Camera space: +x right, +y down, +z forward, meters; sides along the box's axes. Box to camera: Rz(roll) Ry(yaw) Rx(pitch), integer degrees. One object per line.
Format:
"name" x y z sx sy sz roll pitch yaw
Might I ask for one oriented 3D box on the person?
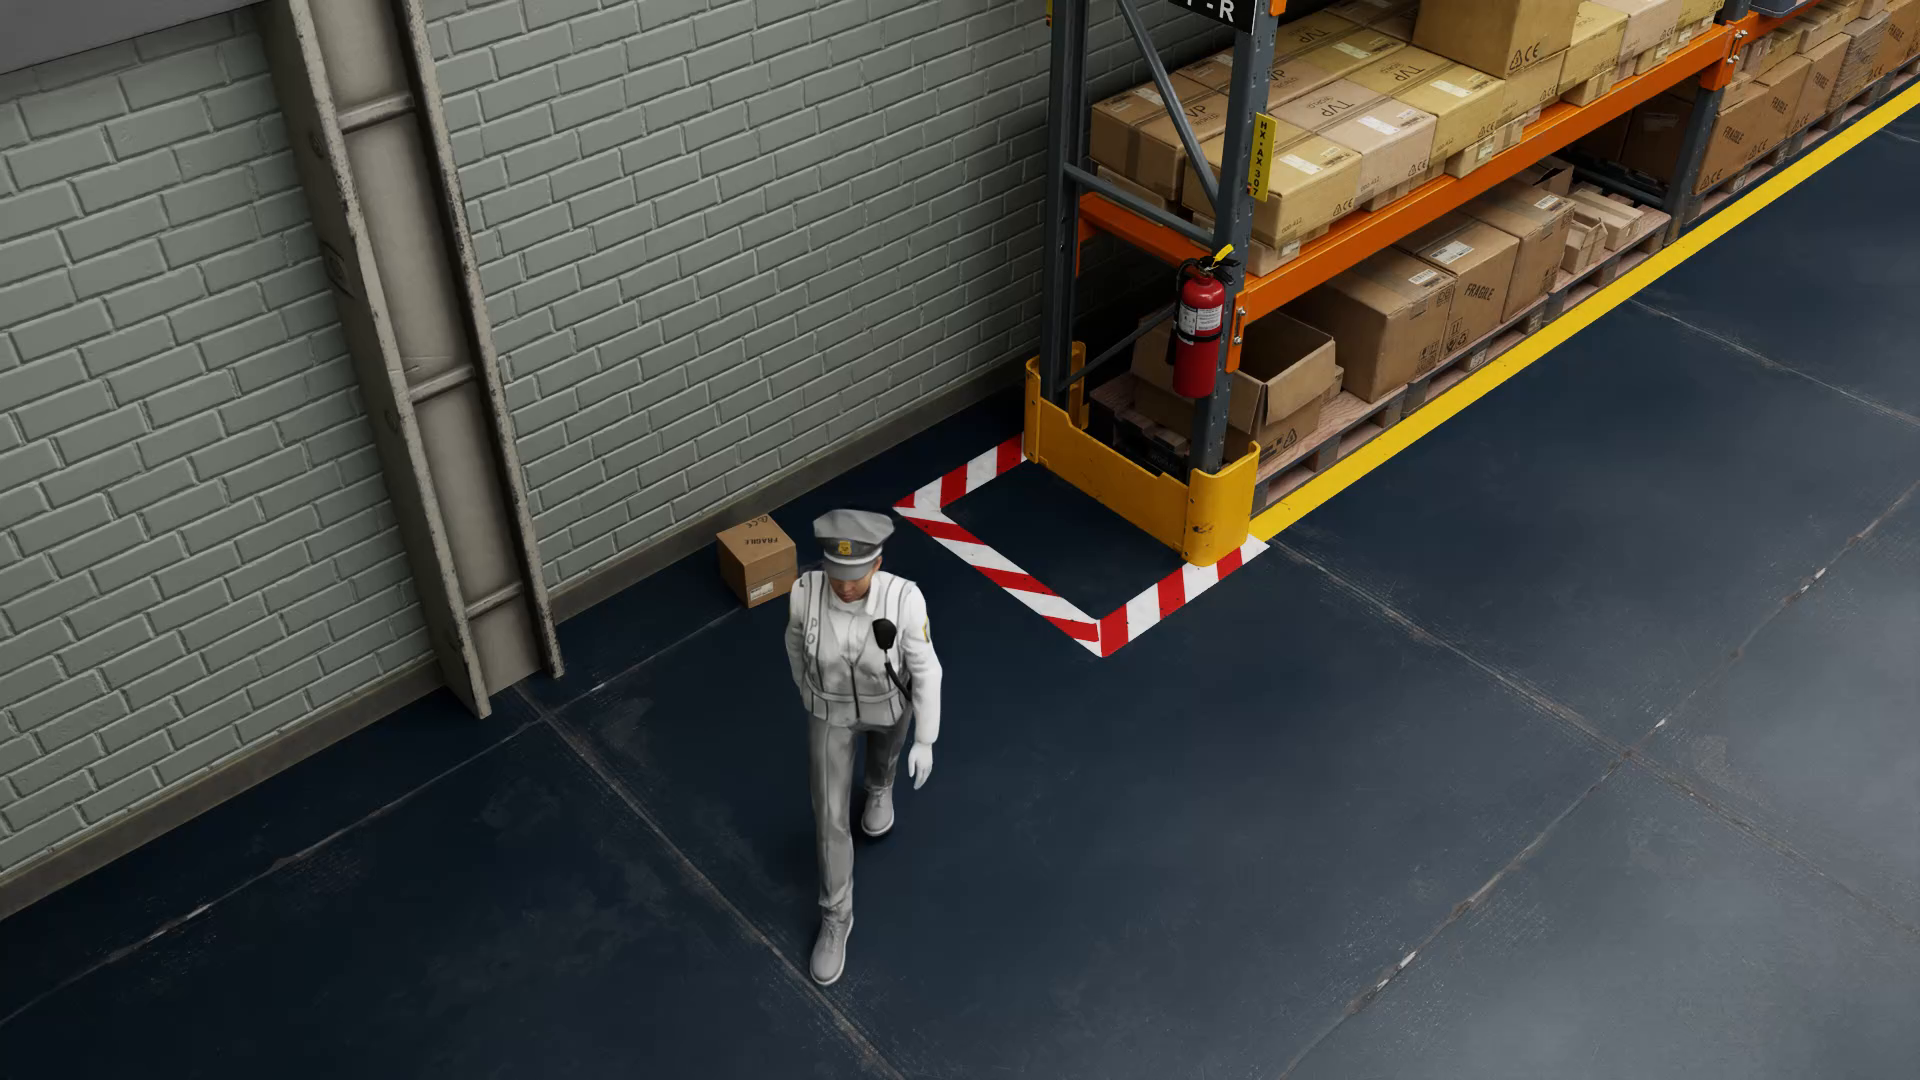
"person" -0.313 0.587 5.436 0.513 1.650 0.907 -1 40 -1
